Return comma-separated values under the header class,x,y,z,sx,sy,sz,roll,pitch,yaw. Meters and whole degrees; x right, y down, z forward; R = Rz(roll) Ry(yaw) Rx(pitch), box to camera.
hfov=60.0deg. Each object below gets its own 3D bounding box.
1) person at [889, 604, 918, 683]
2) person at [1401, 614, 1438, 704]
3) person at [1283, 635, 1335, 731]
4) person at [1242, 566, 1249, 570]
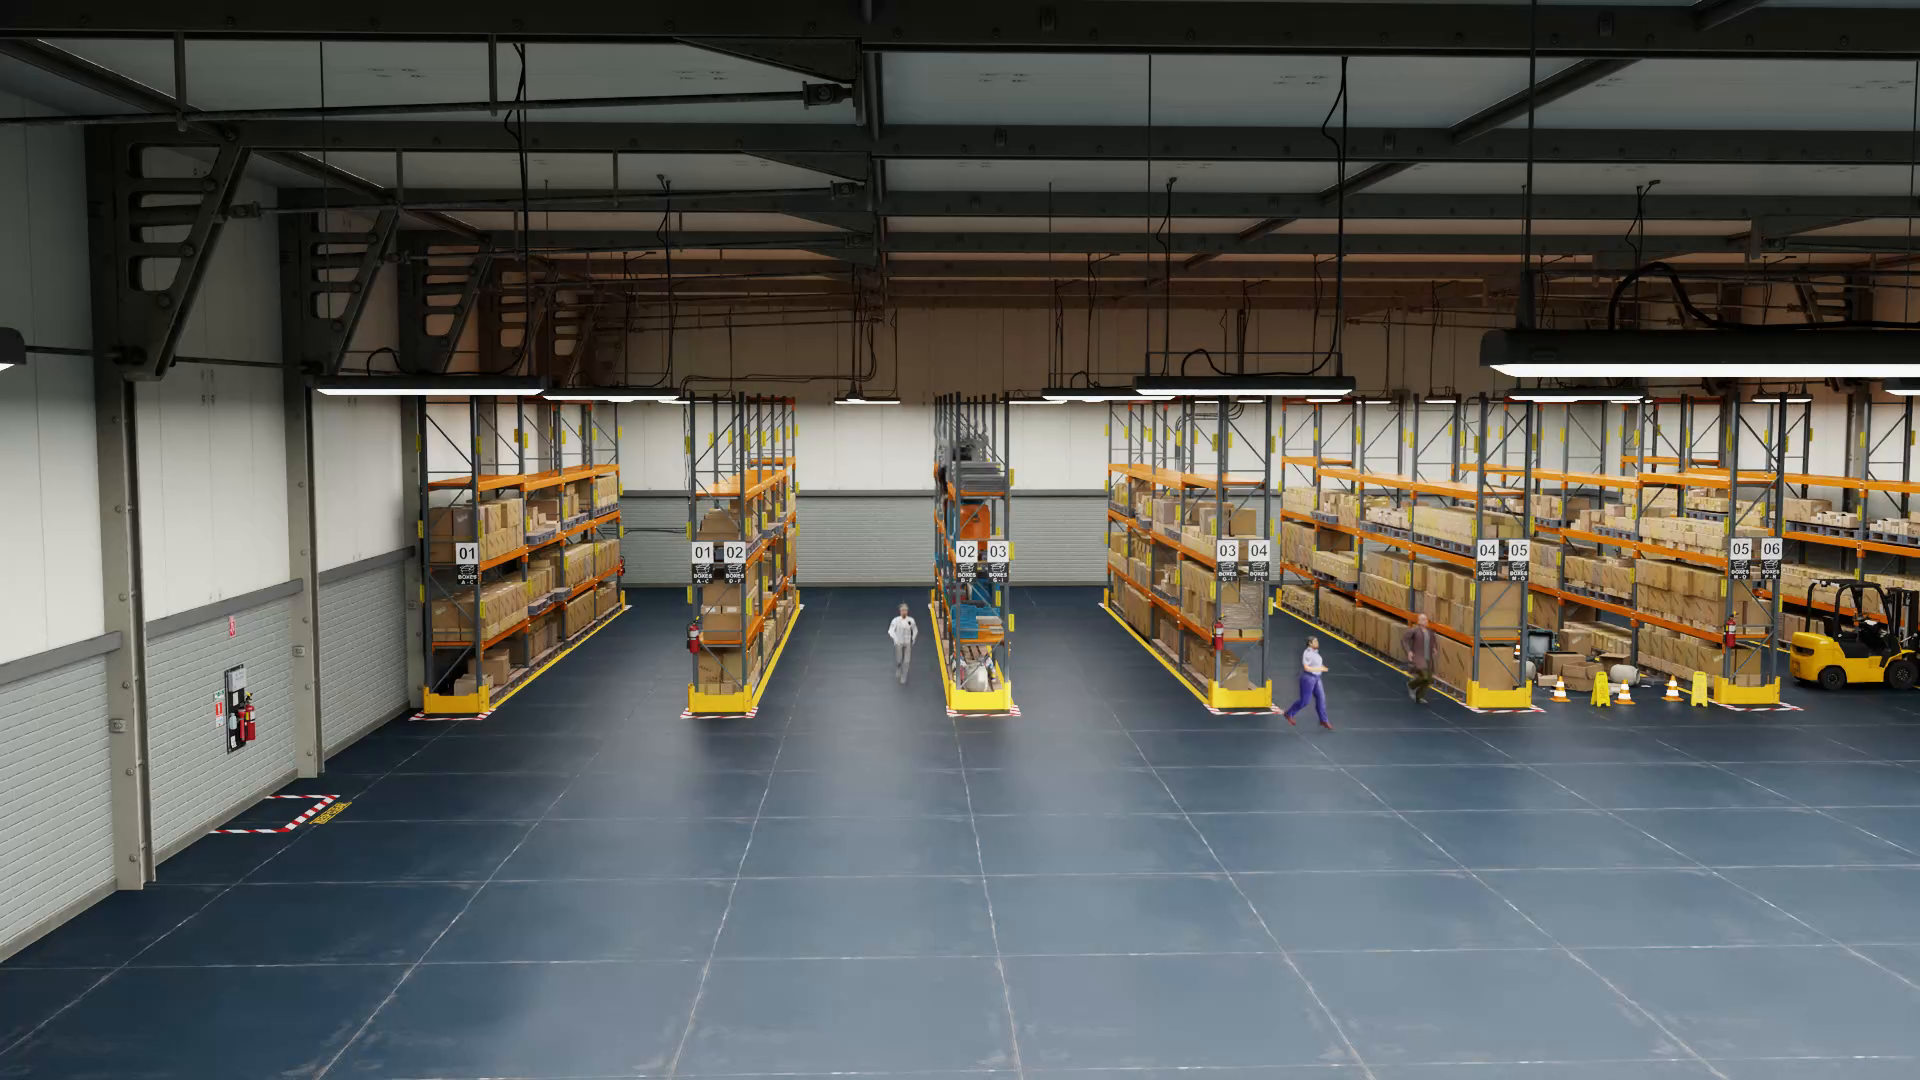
class,x,y,z,sx,sy,sz,roll,pitch,yaw
person,-1.165,2.135,34.483,0.602,1.652,0.543,-1,5,-7
person,8.911,2.336,31.994,0.704,1.649,0.628,-2,5,-22
person,6.203,2.528,29.501,0.911,1.660,0.618,3,5,33
person,7.925,1.355,44.997,0.707,1.544,0.627,0,5,1
